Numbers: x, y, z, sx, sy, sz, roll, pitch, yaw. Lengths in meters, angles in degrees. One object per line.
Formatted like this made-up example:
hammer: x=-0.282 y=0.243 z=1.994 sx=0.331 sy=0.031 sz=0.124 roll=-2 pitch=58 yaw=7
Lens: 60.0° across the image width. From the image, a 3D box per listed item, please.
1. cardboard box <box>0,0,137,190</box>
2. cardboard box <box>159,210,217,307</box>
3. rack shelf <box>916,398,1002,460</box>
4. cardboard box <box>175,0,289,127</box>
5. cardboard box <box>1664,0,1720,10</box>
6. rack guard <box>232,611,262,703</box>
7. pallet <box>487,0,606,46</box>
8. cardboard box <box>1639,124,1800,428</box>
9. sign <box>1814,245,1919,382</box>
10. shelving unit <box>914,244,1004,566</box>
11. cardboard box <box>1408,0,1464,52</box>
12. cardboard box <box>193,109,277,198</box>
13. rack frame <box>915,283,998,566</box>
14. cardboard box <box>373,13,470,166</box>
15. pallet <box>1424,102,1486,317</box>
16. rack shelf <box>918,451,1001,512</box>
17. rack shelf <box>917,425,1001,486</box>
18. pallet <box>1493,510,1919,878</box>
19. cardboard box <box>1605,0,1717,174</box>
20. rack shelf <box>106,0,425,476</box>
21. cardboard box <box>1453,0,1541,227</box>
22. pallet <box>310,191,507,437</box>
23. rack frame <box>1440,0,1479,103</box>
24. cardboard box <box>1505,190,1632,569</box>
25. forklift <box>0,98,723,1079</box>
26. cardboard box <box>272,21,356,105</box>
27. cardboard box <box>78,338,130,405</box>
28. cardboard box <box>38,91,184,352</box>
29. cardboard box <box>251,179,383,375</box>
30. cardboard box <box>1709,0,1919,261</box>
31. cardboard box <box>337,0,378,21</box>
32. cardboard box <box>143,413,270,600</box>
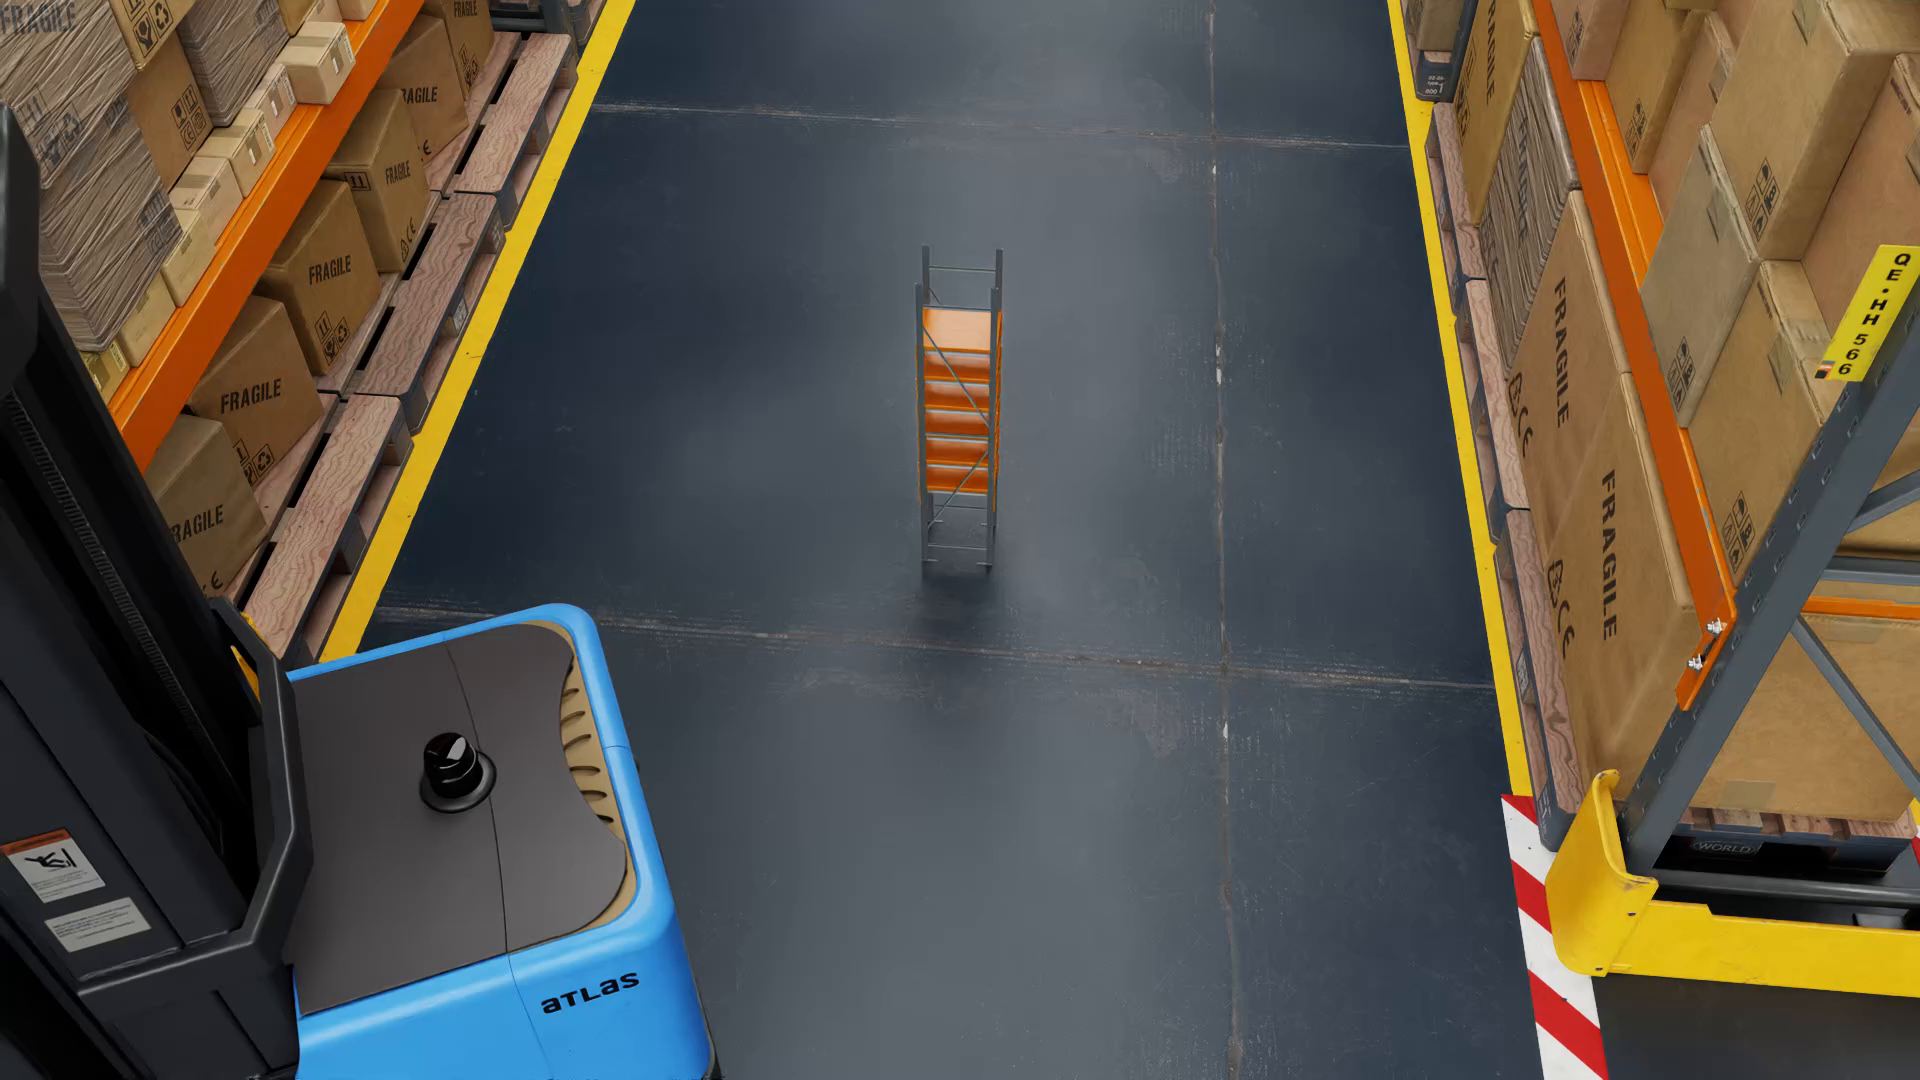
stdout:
cardboard box: x=-2.334 y=-1.174 z=3.844 sx=0.500 sy=0.500 sz=0.500 roll=4 pitch=48 yaw=4
cardboard box: x=-2.313 y=-0.791 z=4.611 sx=0.380 sy=0.149 sz=0.250 roll=4 pitch=48 yaw=4
rack shelf: x=-0.001 y=-0.364 z=5.330 sx=0.258 sy=0.103 sz=0.180 roll=4 pitch=48 yaw=4
cardboard box: x=-2.564 y=-1.593 z=4.905 sx=0.875 sy=0.500 sz=0.500 roll=4 pitch=48 yaw=4
cardboard box: x=2.410 y=-1.805 z=4.535 sx=0.875 sy=0.550 sz=0.500 roll=4 pitch=48 yaw=4
rack guard: x=-2.649 y=0.471 z=4.980 sx=1.175 sy=0.500 sz=0.348 roll=4 pitch=48 yaw=4
pallet: x=-2.222 y=-2.887 z=8.248 sx=1.003 sy=0.211 sz=1.213 roll=4 pitch=48 yaw=4
cardboard box: x=2.291 y=-0.641 z=4.202 sx=0.875 sy=0.550 sz=0.550 roll=4 pitch=48 yaw=4
sign: x=1.735 y=-0.426 z=3.162 sx=0.100 sy=0.325 sz=0.005 roll=4 pitch=48 yaw=4
shelving unit: x=-0.001 y=-0.394 z=5.298 sx=0.258 sy=1.200 sz=0.189 roll=4 pitch=48 yaw=4
cardboard box: x=2.606 y=-2.693 z=7.420 sx=1.050 sy=0.750 sz=0.750 roll=4 pitch=48 yaw=3
cardboard box: x=-2.281 y=-1.159 z=4.947 sx=0.380 sy=0.149 sz=0.250 roll=4 pitch=48 yaw=4
rack frame: x=-0.010 y=-0.327 z=5.236 sx=0.240 sy=1.200 sz=0.006 roll=4 pitch=48 yaw=4
cardboard box: x=-2.412 y=-1.842 z=6.811 sx=0.500 sy=0.500 sz=0.500 roll=18 pitch=50 yaw=16
pallet: x=2.492 y=-1.354 z=6.845 sx=1.003 sy=0.211 sz=1.213 roll=4 pitch=48 yaw=4
rack shelf: x=-0.001 y=-0.202 z=5.507 sx=0.258 sy=0.103 sz=0.180 roll=4 pitch=48 yaw=4
rack shelf: x=-0.001 y=-0.283 z=5.419 sx=0.258 sy=0.103 sz=0.180 roll=4 pitch=48 yaw=4
pallet: x=2.269 y=0.439 z=5.205 sx=1.003 sy=0.211 sz=1.213 roll=4 pitch=48 yaw=4
cardboard box: x=2.475 y=-1.436 z=4.929 sx=0.875 sy=0.550 sz=0.500 roll=4 pitch=48 yaw=4
rack shelf: x=-2.474 y=-1.544 z=5.617 sx=1.077 sy=0.370 sz=4.000 roll=4 pitch=48 yaw=4
cardboard box: x=2.512 y=-1.816 z=6.533 sx=0.875 sy=0.875 sz=0.875 roll=5 pitch=48 yaw=4
pallet: x=-2.426 y=-0.920 z=6.449 sx=1.003 sy=0.211 sz=1.213 roll=4 pitch=48 yaw=4
rack frame: x=2.639 y=-2.848 z=6.322 sx=1.000 sy=3.000 sz=0.127 roll=4 pitch=48 yaw=4
cardboard box: x=2.348 y=-0.483 z=5.314 sx=0.875 sy=0.875 sz=0.875 roll=3 pitch=48 yaw=3
forklift: x=-2.181 y=0.584 z=3.229 sx=3.031 sy=2.935 sz=1.130 roll=-15 pitch=49 yaw=-13
cardboard box: x=-2.159 y=-1.521 z=5.279 sx=0.380 sy=0.149 sz=0.250 roll=4 pitch=48 yaw=4
cardboard box: x=-2.392 y=-0.425 z=4.277 sx=0.380 sy=0.149 sz=0.250 roll=4 pitch=48 yaw=4
cardboard box: x=-2.578 y=-0.853 z=4.228 sx=0.875 sy=0.500 sz=0.500 roll=4 pitch=48 yaw=4
cardboard box: x=-2.486 y=-0.973 z=6.017 sx=0.500 sy=0.500 sz=0.500 roll=8 pitch=48 yaw=7
cardboard box: x=2.305 y=-1.005 z=3.803 sx=0.875 sy=0.550 sz=0.550 roll=4 pitch=48 yaw=4
cardboard box: x=-2.169 y=-1.892 z=5.618 sx=0.380 sy=0.149 sz=0.250 roll=4 pitch=48 yaw=4
cardboard box: x=-2.582 y=-0.073 z=5.193 sx=0.500 sy=0.500 sz=0.500 roll=12 pitch=49 yaw=11
